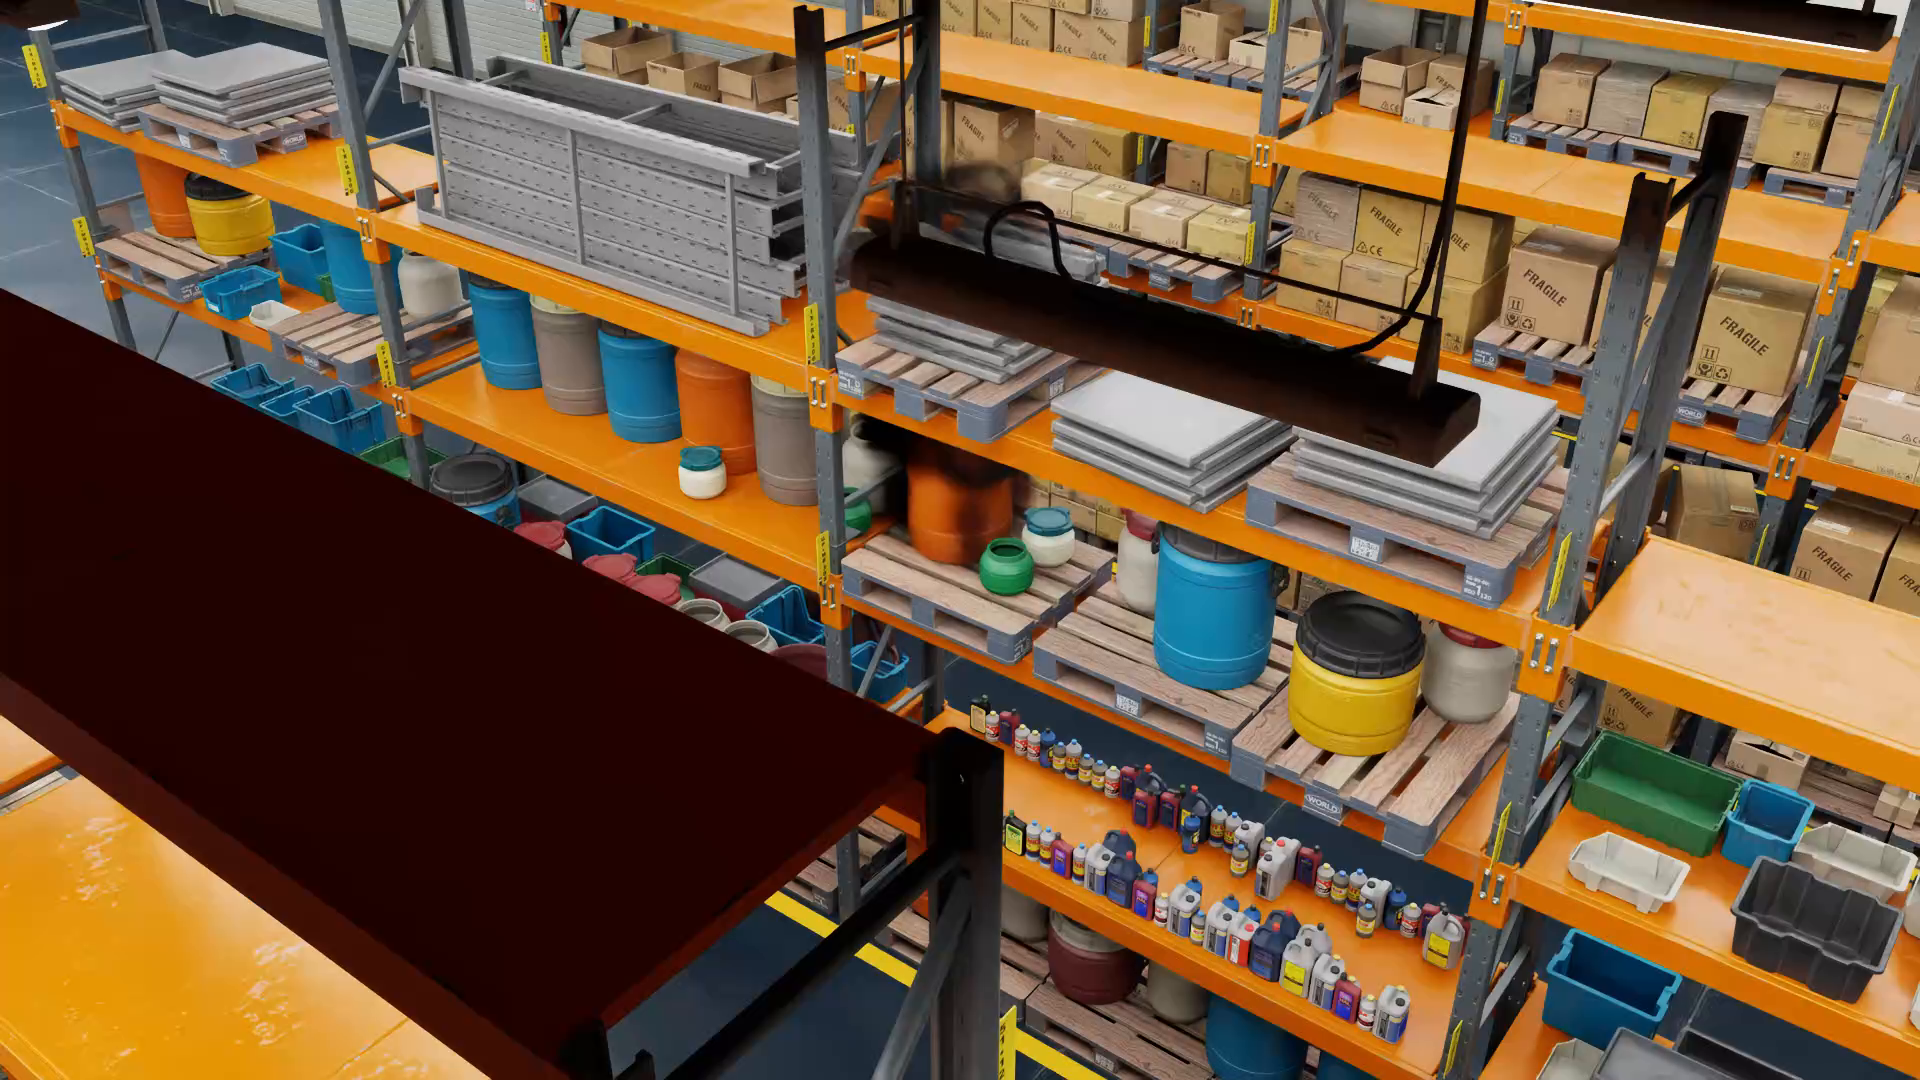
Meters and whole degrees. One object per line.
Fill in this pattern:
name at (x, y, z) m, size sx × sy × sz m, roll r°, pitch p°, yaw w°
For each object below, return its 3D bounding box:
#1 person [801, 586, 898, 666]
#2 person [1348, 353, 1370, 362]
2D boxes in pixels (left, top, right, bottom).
person at (-0.819, 0.817, 12.281) m, size 0.739 × 1.746 × 0.555 m, roll -9°, pitch 32°, yaw -14°
person at (3.928, -1.052, 15.566) m, size 0.811 × 1.506 × 0.634 m, roll 9°, pitch 32°, yaw 14°
